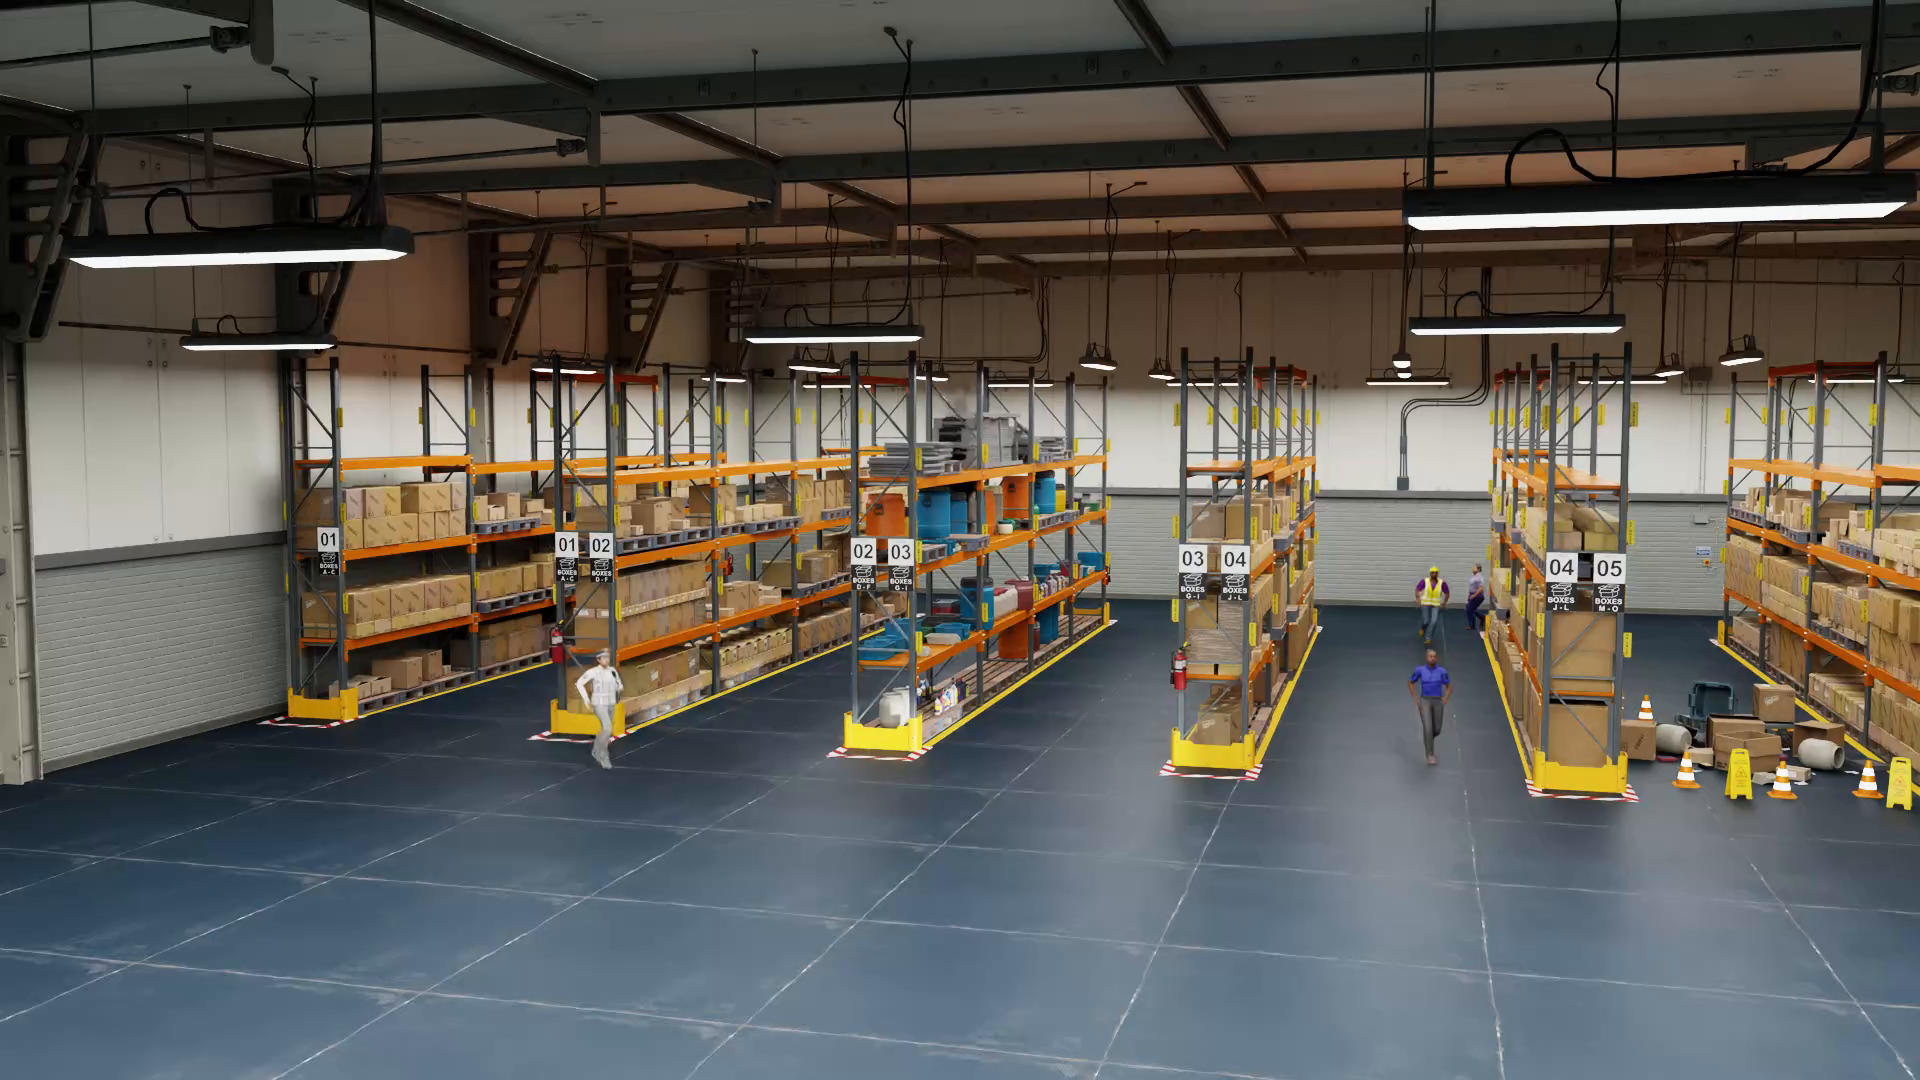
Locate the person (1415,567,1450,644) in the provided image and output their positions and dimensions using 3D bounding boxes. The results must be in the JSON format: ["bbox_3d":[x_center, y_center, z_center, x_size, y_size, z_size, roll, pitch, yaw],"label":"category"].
[{"bbox_3d":[10.488,1.444,36.924,0.747,1.726,0.678,0,4,6],"label":"person"}]

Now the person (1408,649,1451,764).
[{"bbox_3d":[6.875,2.402,24.356,0.607,1.631,0.797,0,4,5],"label":"person"}]

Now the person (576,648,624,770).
[{"bbox_3d":[-5.113,2.410,23.866,0.733,1.750,0.580,3,5,39],"label":"person"}]

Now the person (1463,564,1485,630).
[{"bbox_3d":[12.188,1.347,39.106,0.577,1.582,0.689,0,4,1],"label":"person"}]
